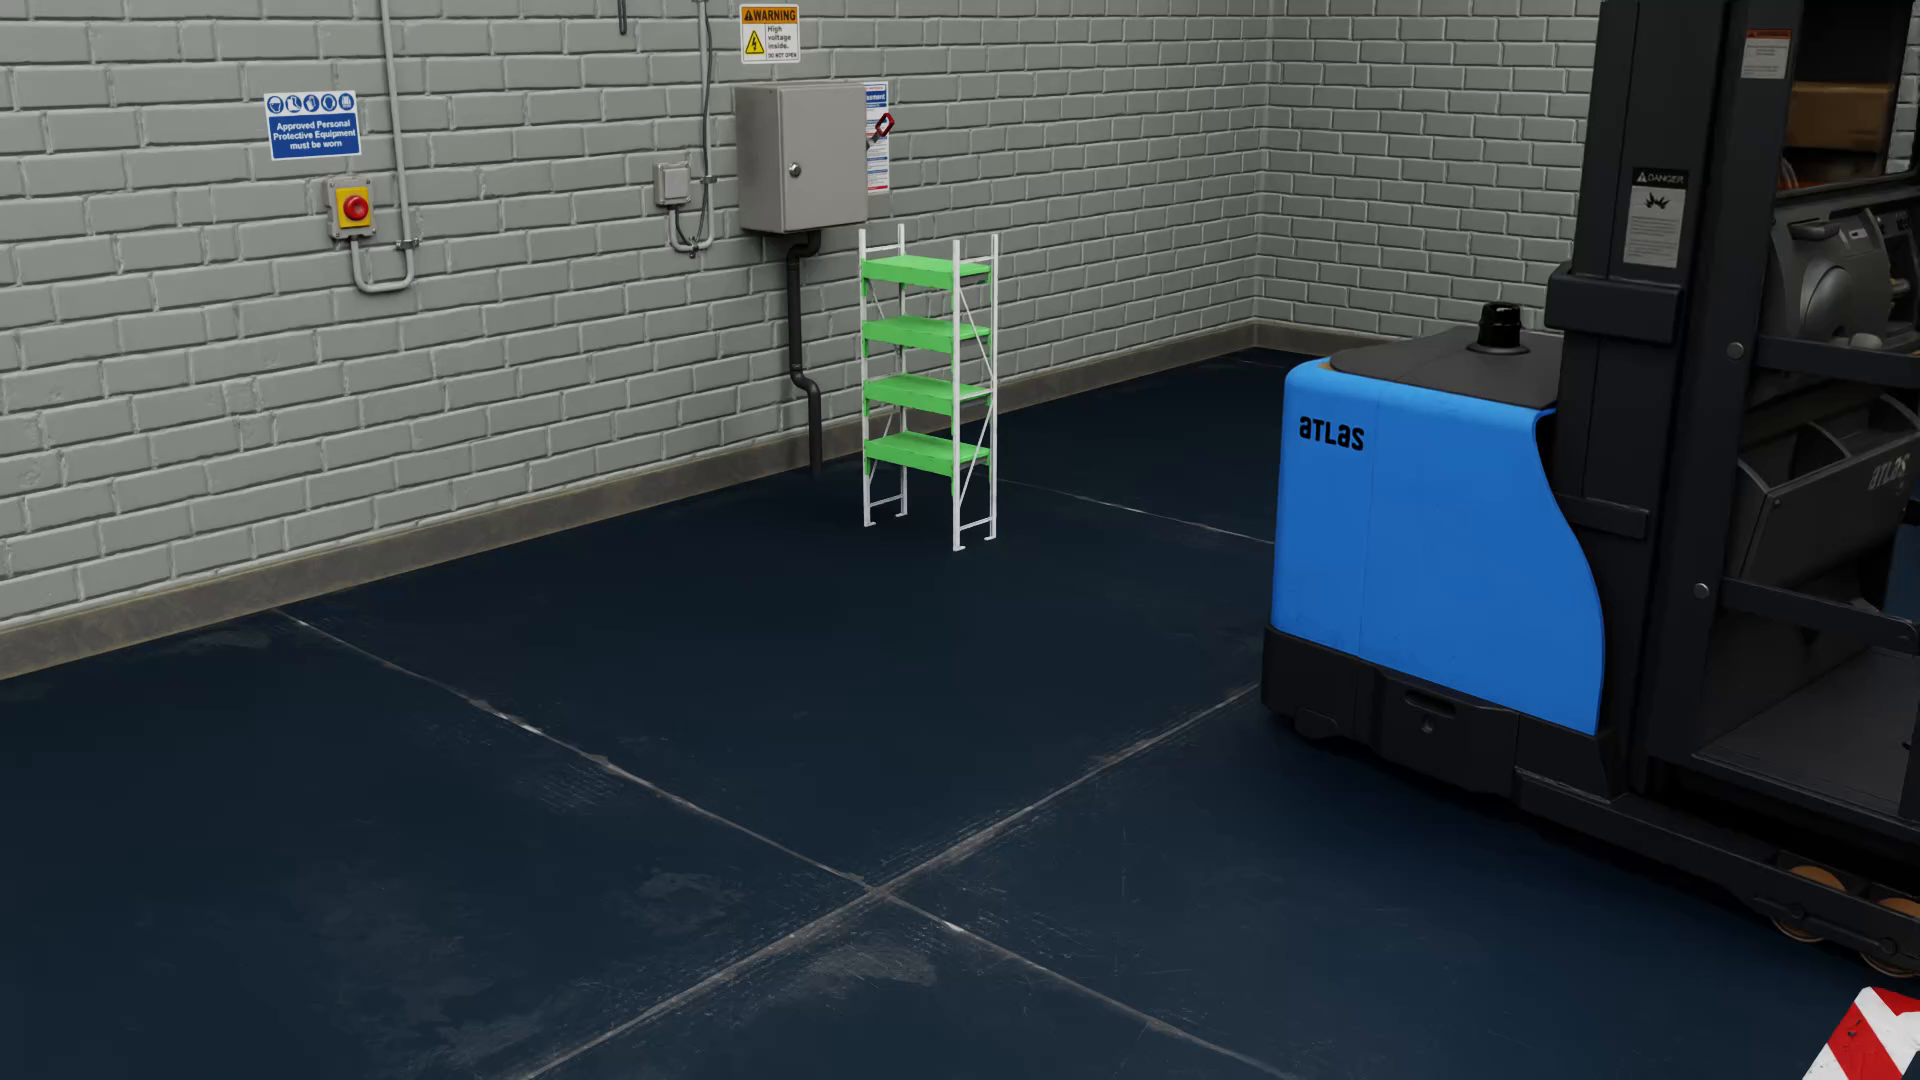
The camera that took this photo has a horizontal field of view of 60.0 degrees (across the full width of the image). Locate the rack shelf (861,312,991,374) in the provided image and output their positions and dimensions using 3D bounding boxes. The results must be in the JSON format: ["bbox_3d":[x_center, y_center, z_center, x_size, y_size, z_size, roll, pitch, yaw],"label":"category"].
[{"bbox_3d":[-0.124,-0.773,6.482,0.480,0.148,0.258,15,23,39],"label":"rack shelf"}]

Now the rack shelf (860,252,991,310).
[{"bbox_3d":[-0.124,-1.002,6.409,0.480,0.148,0.258,15,23,39],"label":"rack shelf"}]

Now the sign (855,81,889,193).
[{"bbox_3d":[-0.439,-1.833,7.585,0.001,0.494,0.329,15,23,39],"label":"sign"}]

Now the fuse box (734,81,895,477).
[{"bbox_3d":[-0.612,-1.111,7.282,0.414,1.711,0.539,15,23,39],"label":"fuse box"}]

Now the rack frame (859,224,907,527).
[{"bbox_3d":[-0.306,-0.654,6.689,0.015,1.200,0.240,15,23,39],"label":"rack frame"}]

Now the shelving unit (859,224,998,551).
[{"bbox_3d":[-0.124,-0.605,6.535,0.503,1.200,0.258,15,23,39],"label":"shelving unit"}]

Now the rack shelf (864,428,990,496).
[{"bbox_3d":[-0.124,-0.315,6.627,0.480,0.148,0.258,15,23,39],"label":"rack shelf"}]

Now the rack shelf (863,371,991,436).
[{"bbox_3d":[-0.124,-0.544,6.554,0.480,0.148,0.258,15,23,39],"label":"rack shelf"}]

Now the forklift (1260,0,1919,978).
[{"bbox_3d":[2.234,-0.620,3.719,1.130,2.935,3.031,-15,23,-39],"label":"forklift"}]

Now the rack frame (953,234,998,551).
[{"bbox_3d":[0.059,-0.556,6.381,0.015,1.200,0.240,15,23,39],"label":"rack frame"}]

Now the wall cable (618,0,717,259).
[{"bbox_3d":[-1.183,-2.086,6.547,0.122,1.984,0.588,15,23,39],"label":"wall cable"}]

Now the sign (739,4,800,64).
[{"bbox_3d":[-0.804,-2.147,7.054,0.001,0.242,0.339,15,23,39],"label":"sign"}]

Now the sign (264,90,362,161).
[{"bbox_3d":[-2.193,-1.409,5.645,0.001,0.218,0.327,15,23,39],"label":"sign"}]

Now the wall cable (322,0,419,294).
[{"bbox_3d":[-2.116,-1.778,5.524,0.123,1.953,0.585,15,23,39],"label":"wall cable"}]
